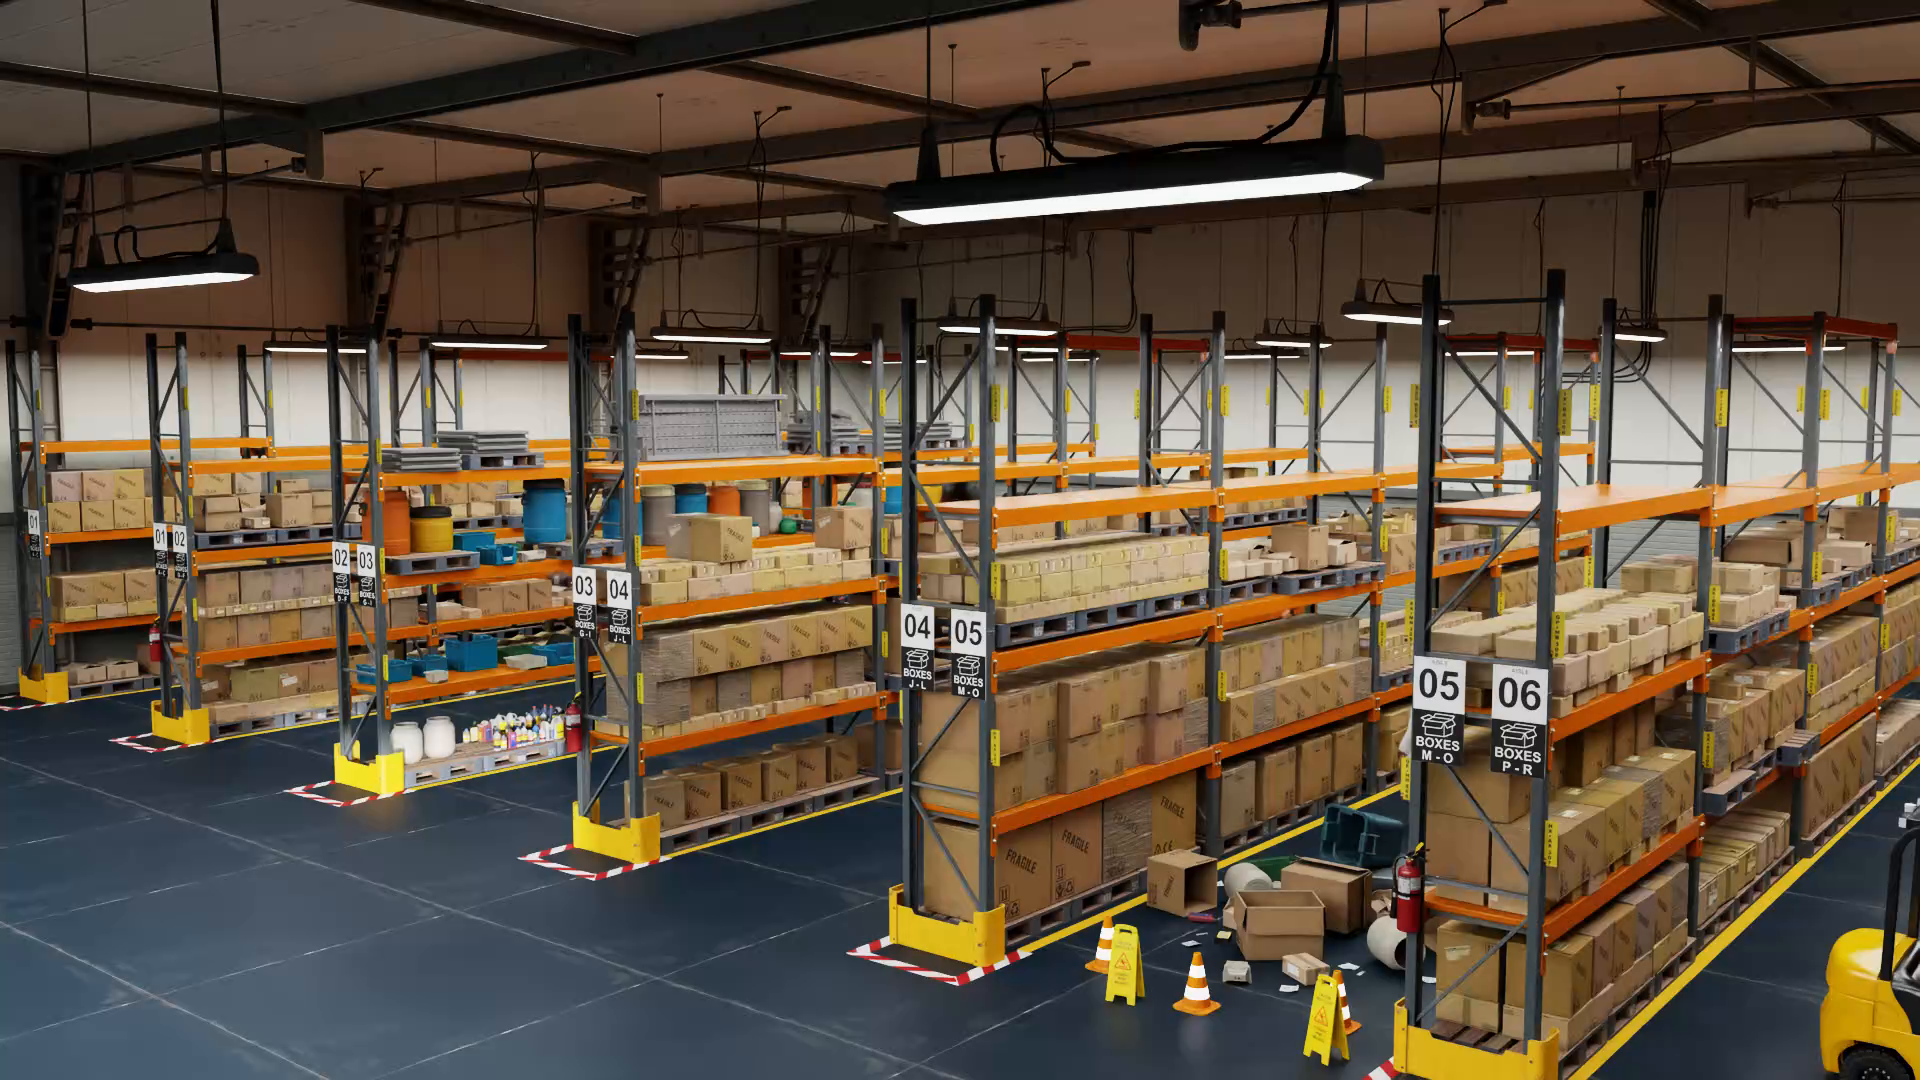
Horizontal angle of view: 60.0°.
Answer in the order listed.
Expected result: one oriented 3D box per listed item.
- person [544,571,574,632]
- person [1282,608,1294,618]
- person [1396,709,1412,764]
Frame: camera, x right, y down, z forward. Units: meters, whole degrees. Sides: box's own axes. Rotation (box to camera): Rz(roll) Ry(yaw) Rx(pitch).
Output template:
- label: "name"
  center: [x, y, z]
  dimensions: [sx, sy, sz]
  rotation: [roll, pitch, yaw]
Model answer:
- label: "person"
  center: [-8.082, 1.284, 33.509]
  dimensions: [0.726, 1.737, 1.115]
  rotation: [3, 6, 29]
- label: "person"
  center: [5.395, 1.872, 27.485]
  dimensions: [0.475, 1.613, 1.039]
  rotation: [4, 6, 36]
- label: "person"
  center: [5.475, 2.611, 19.776]
  dimensions: [0.645, 1.565, 0.546]
  rotation: [-1, 5, -11]
